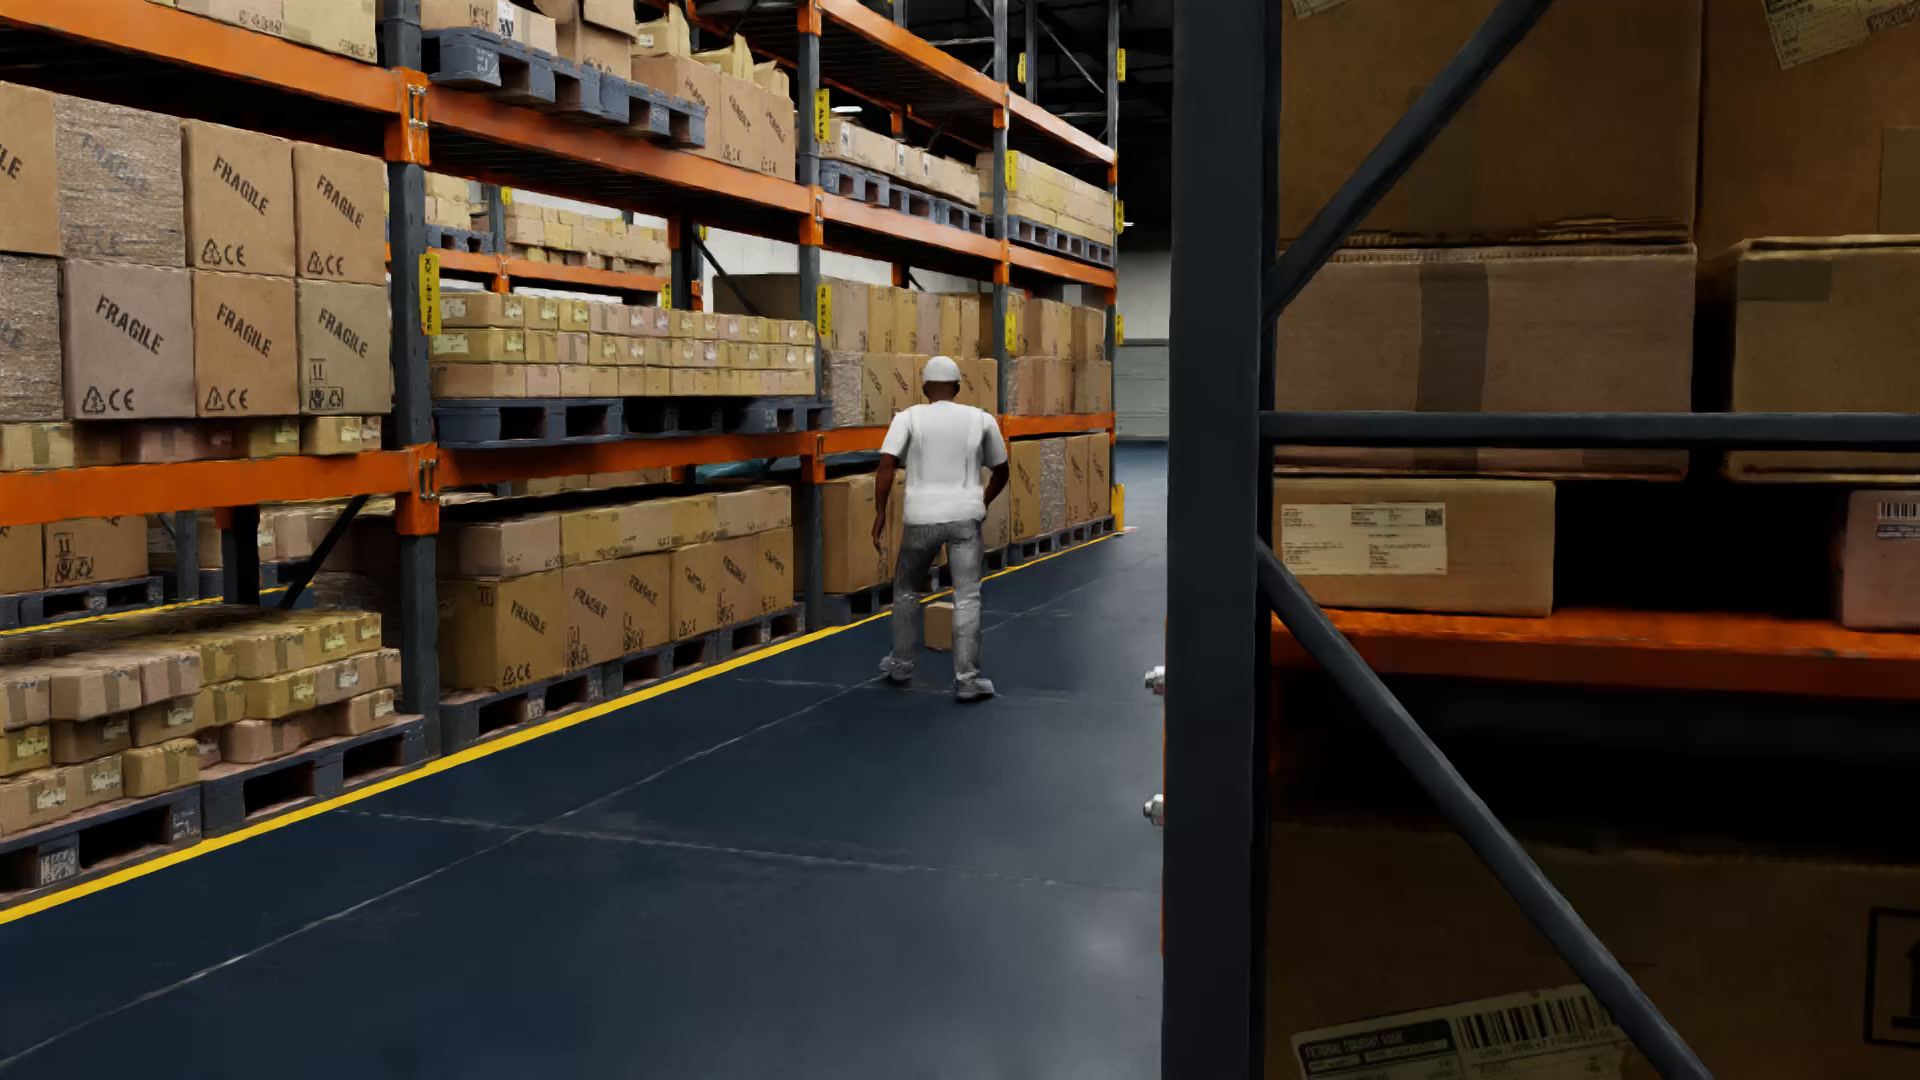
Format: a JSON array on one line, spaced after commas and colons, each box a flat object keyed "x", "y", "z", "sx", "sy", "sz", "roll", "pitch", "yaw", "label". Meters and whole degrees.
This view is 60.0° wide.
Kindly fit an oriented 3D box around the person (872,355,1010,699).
[{"x": -0.093, "y": -0.092, "z": 8.534, "sx": 0.701, "sy": 1.705, "sz": 0.789, "roll": 0, "pitch": 5, "yaw": 1, "label": "person"}]
